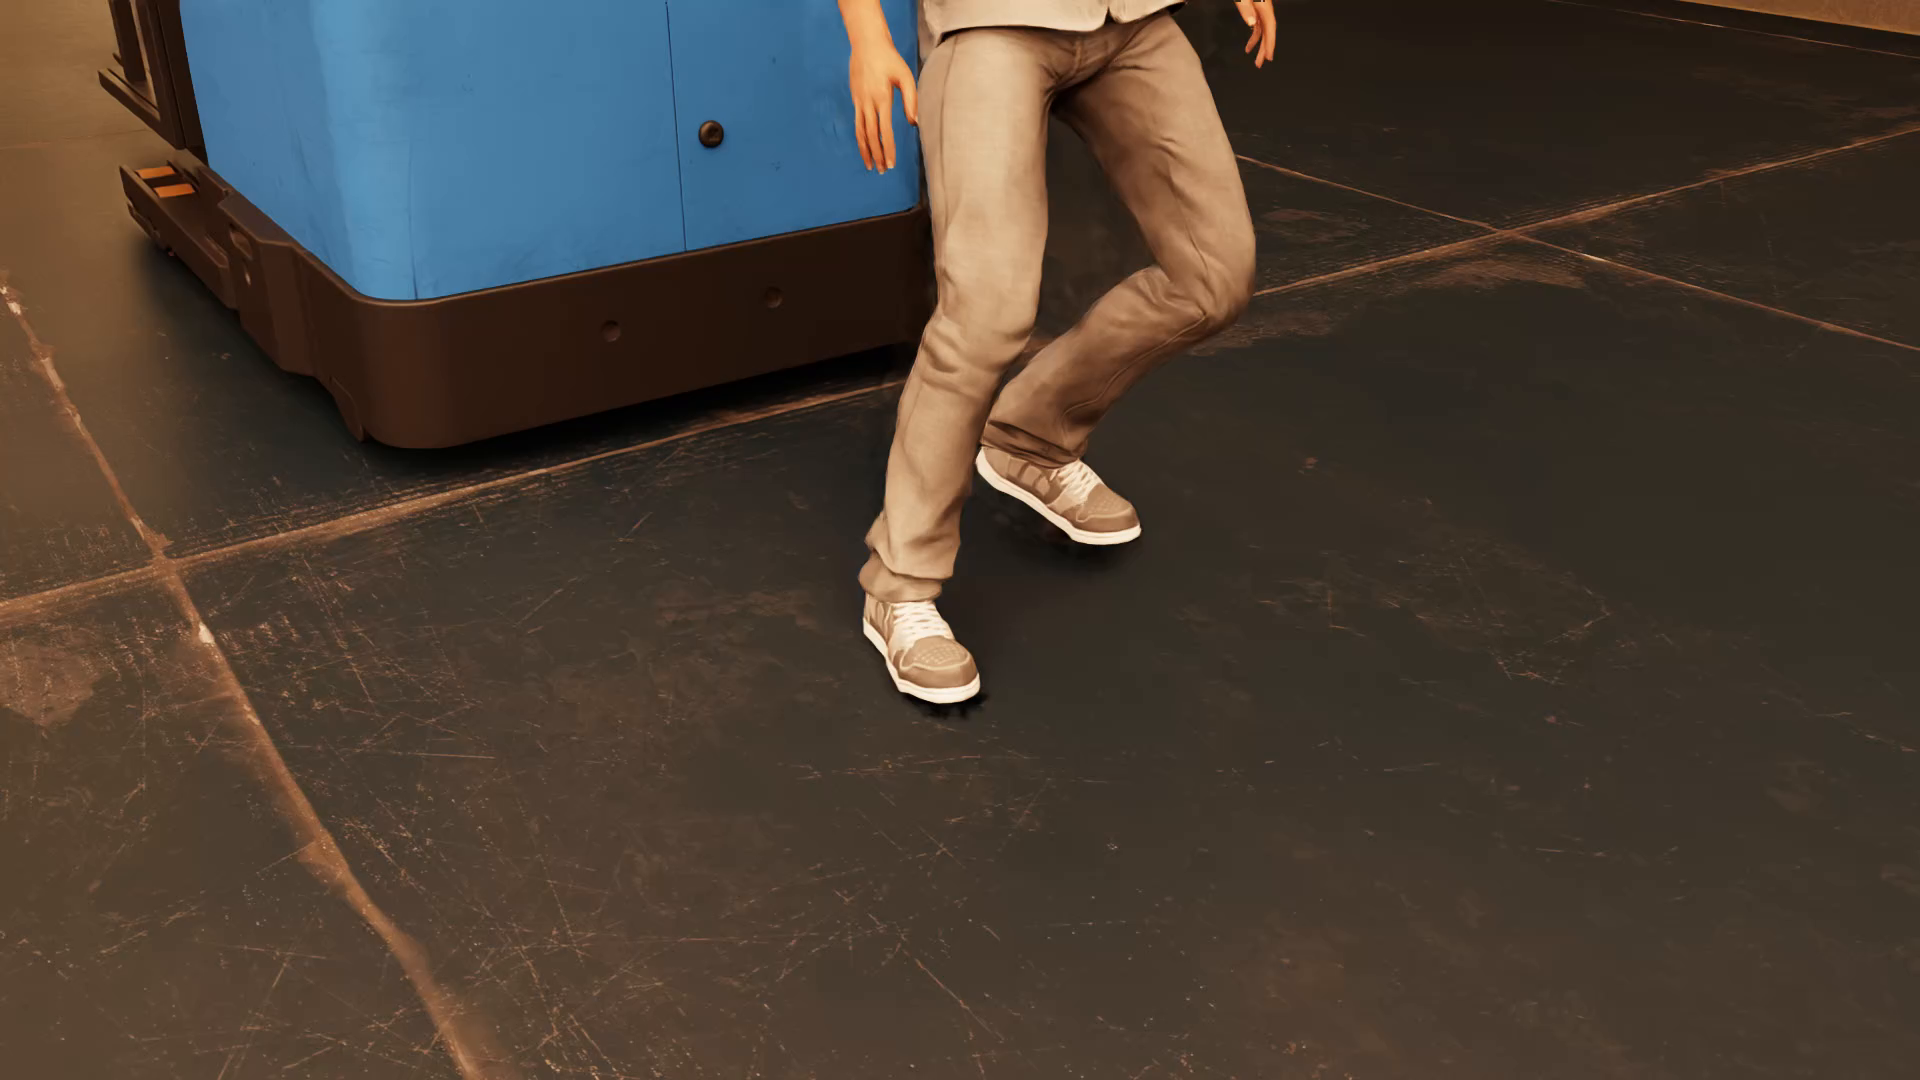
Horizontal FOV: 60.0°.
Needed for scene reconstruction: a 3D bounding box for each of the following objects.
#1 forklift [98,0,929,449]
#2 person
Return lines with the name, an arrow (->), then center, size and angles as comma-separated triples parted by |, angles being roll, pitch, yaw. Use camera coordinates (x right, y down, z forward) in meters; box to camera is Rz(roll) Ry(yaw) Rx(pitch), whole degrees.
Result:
forklift -> -1.312, -2.061, 3.339 | 1.130, 2.935, 3.031 | -17, 31, -31
person -> 0.083, -0.605, 2.022 | 0.640, 1.500, 0.483 | -17, 31, -30
